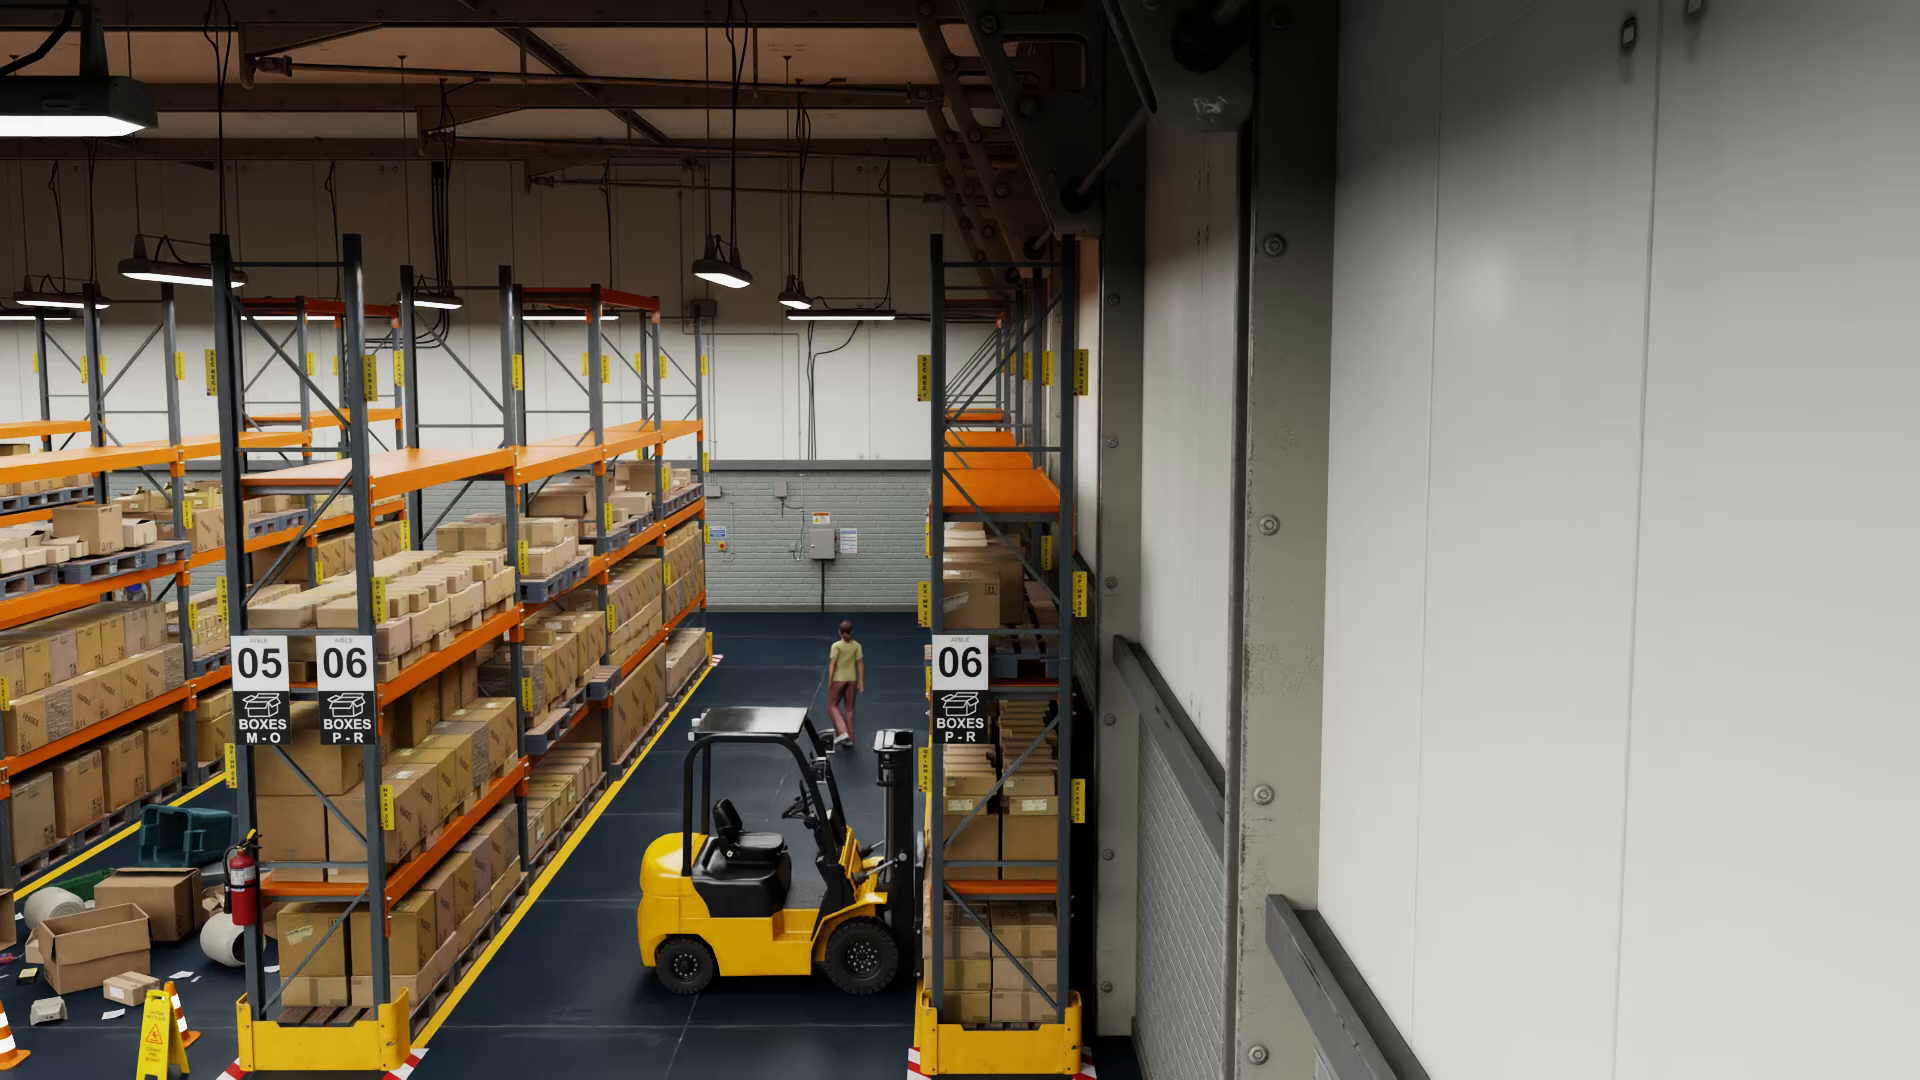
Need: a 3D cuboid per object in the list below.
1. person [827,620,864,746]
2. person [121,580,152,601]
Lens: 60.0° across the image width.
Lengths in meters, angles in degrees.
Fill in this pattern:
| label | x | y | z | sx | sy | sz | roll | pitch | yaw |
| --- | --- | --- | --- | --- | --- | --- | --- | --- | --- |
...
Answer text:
| label | x | y | z | sx | sy | sz | roll | pitch | yaw |
| --- | --- | --- | --- | --- | --- | --- | --- | --- | --- |
| person | -1.504 | 1.905 | 22.027 | 0.483 | 1.674 | 0.485 | -3 | 7 | -22 |
| person | -15.073 | 1.036 | 30.308 | 0.418 | 1.554 | 1.113 | 2 | 7 | 17 |
